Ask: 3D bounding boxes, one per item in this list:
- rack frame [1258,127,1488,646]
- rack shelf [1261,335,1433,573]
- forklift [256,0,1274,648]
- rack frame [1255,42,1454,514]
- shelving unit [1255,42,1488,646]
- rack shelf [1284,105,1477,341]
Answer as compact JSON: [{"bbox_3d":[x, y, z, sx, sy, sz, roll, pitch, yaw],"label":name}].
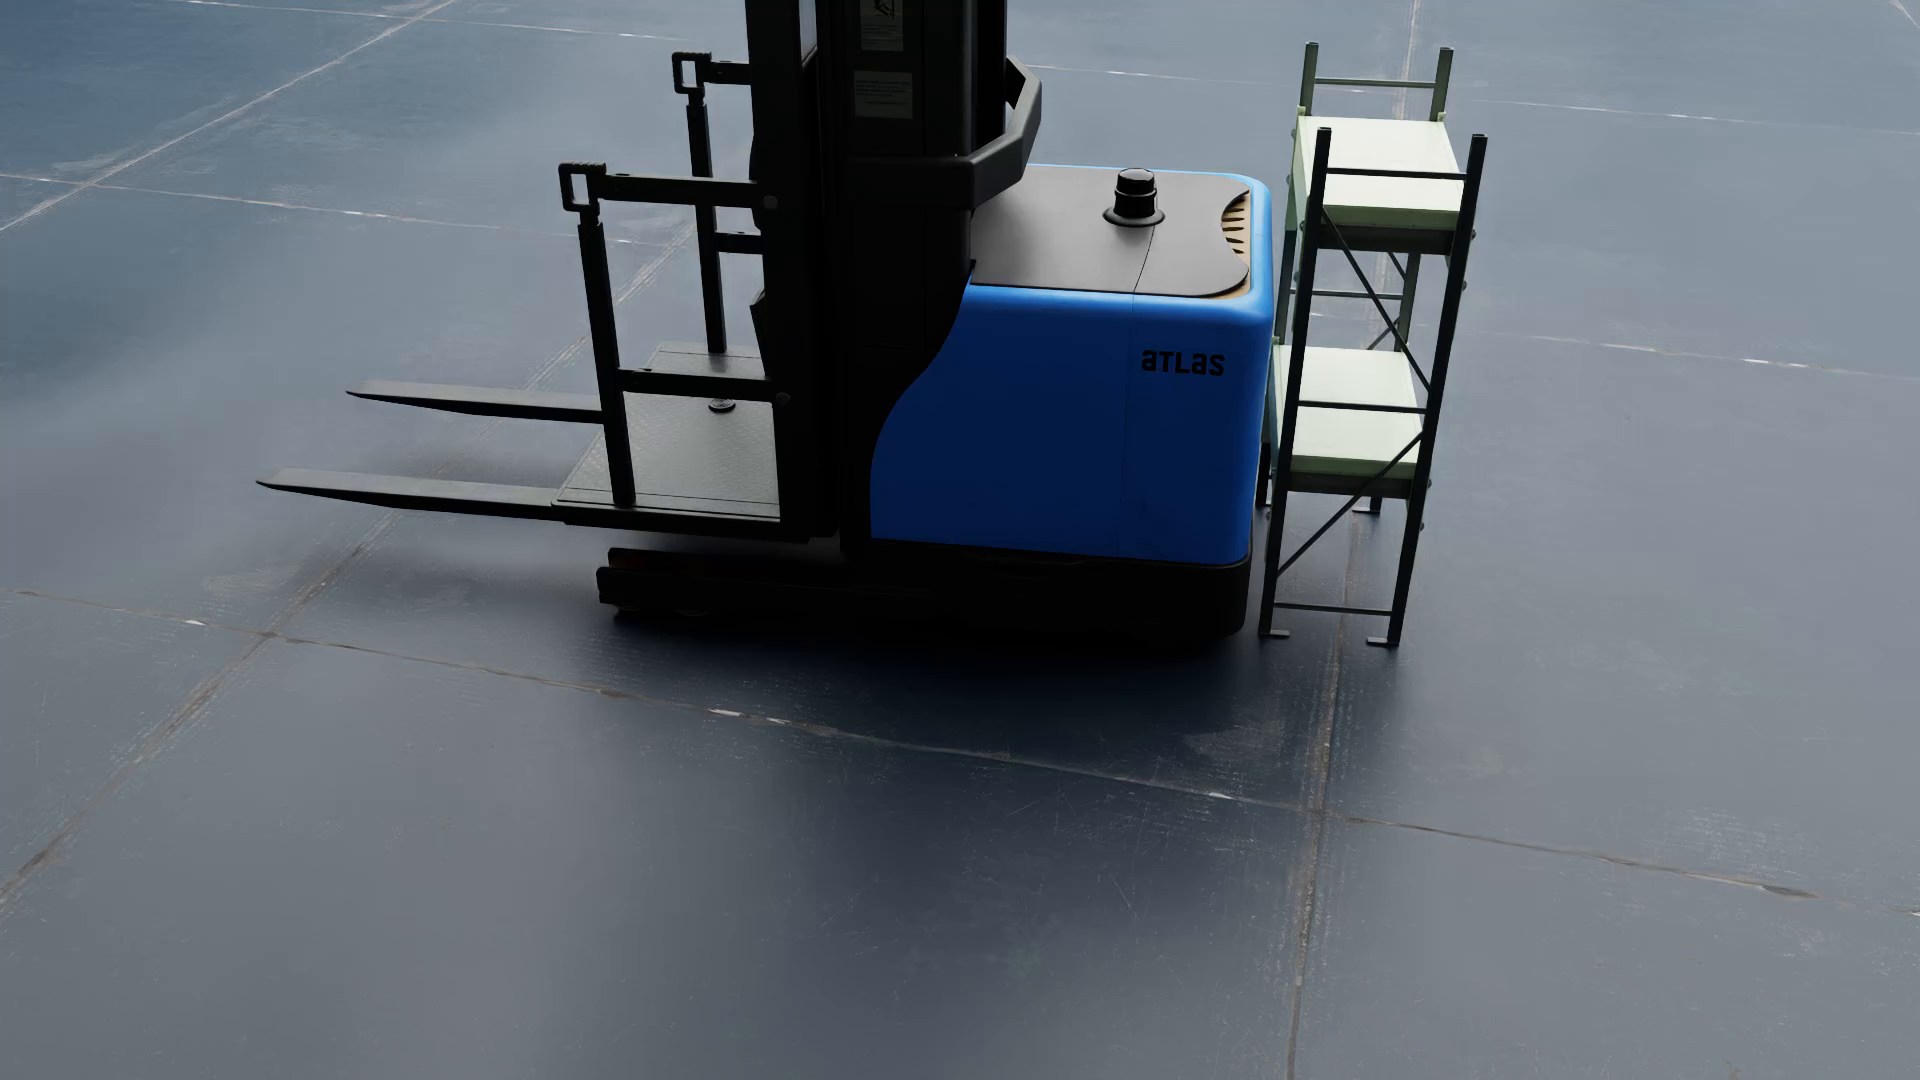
[{"bbox_3d":[1.063,-0.349,4.400,0.400,1.500,0.023,4,33,7],"label":"rack frame"},{"bbox_3d":[1.113,-0.268,4.881,0.431,0.370,0.720,4,33,7],"label":"rack shelf"},{"bbox_3d":[-0.624,-1.287,4.542,3.031,2.935,1.130,5,33,7],"label":"forklift"},{"bbox_3d":[1.163,-0.738,5.012,0.400,1.500,0.023,4,33,7],"label":"rack frame"},{"bbox_3d":[1.113,-0.543,4.706,0.431,1.500,0.755,4,33,7],"label":"shelving unit"},{"bbox_3d":[1.113,-0.872,4.497,0.431,0.370,0.720,4,33,7],"label":"rack shelf"}]
